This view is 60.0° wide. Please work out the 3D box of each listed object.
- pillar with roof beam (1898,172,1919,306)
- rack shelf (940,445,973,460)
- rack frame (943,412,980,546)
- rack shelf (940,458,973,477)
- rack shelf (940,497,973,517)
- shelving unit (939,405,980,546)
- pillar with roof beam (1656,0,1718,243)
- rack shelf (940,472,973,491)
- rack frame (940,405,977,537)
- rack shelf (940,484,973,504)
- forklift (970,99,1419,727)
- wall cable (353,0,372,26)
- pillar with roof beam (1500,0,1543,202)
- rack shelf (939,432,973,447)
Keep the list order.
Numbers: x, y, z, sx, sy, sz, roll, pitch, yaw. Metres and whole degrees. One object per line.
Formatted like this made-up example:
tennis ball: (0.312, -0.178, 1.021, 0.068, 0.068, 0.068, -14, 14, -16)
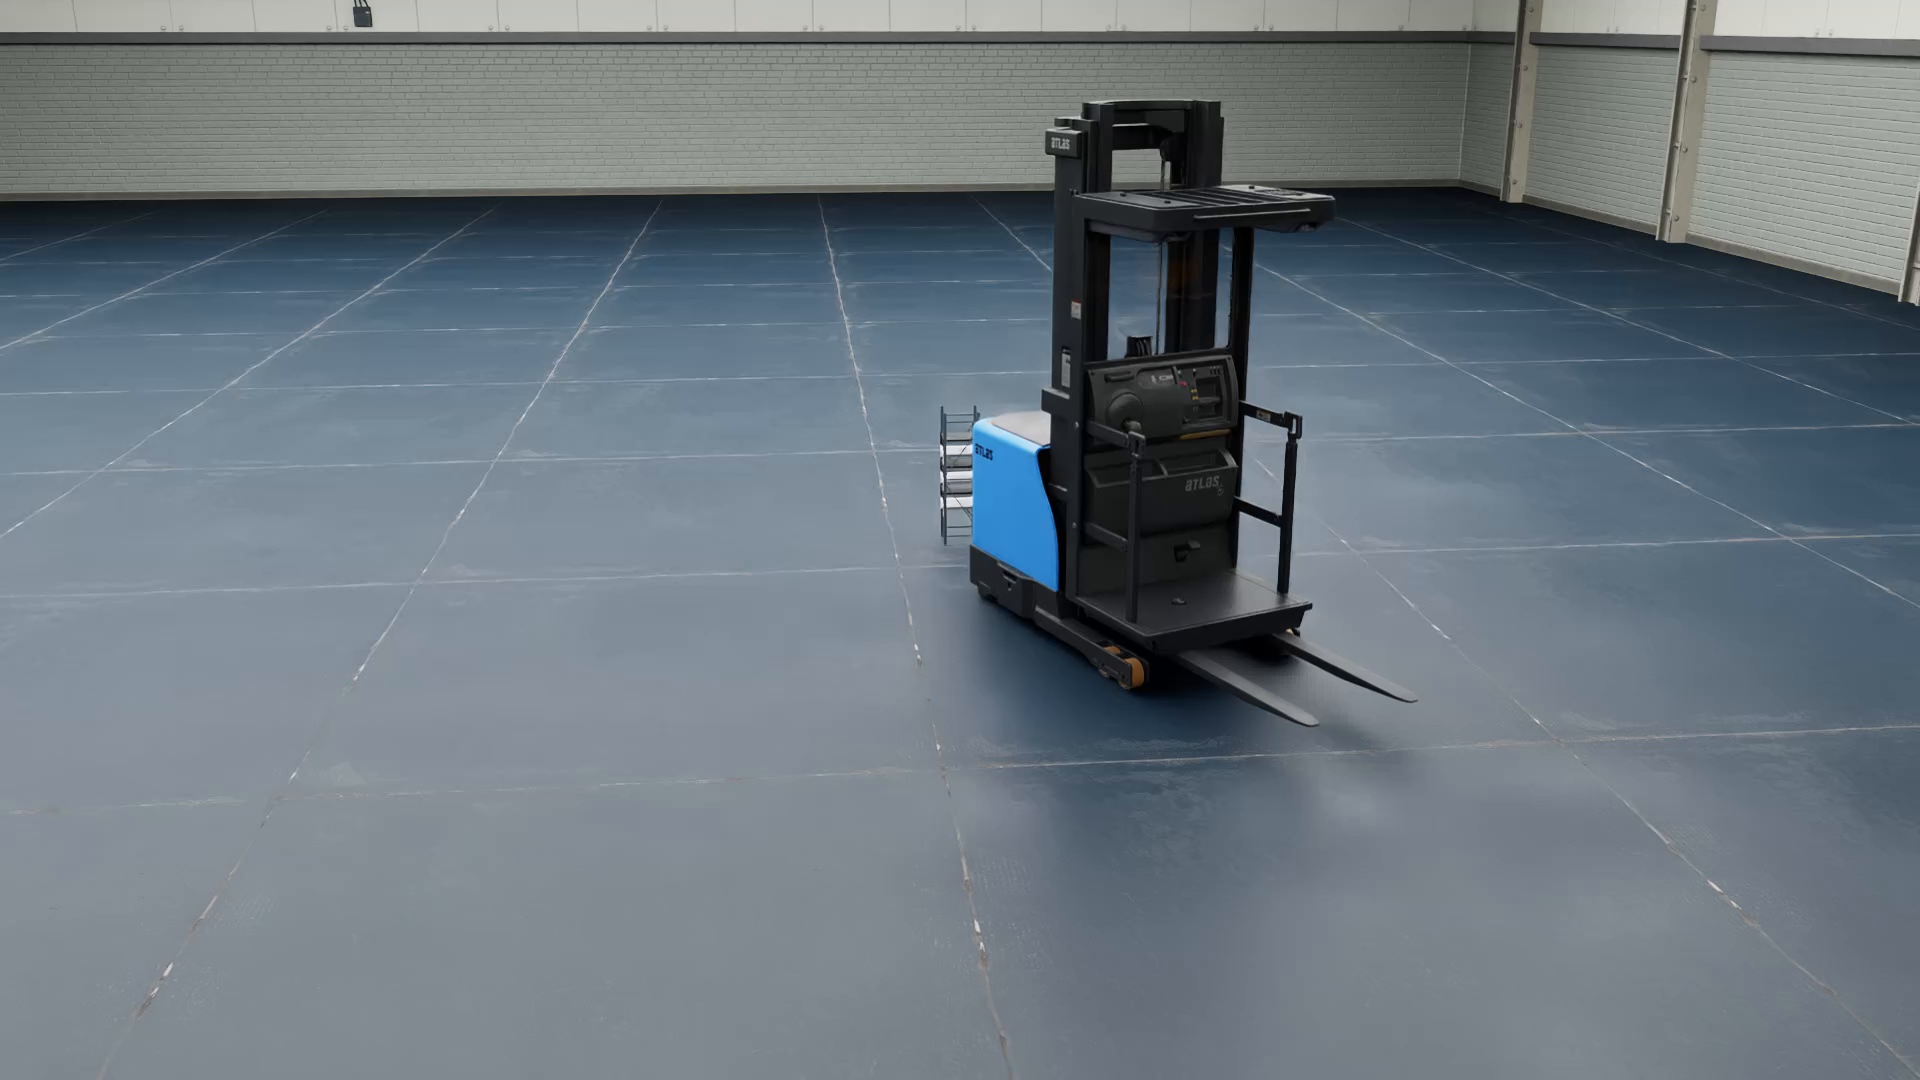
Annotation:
pillar with roof beam: (7.517, -7.071, 18.677, 9.100, 9.000, 0.400, -2, 18, -6)
rack shelf: (0.001, -0.567, 10.991, 0.258, 0.077, 0.200, -2, 18, -6)
rack frame: (0.011, -0.397, 10.938, 0.240, 0.900, 0.006, -2, 18, -6)
rack shelf: (0.001, -0.481, 11.018, 0.258, 0.077, 0.200, -2, 18, -6)
rack shelf: (0.001, -0.223, 11.098, 0.258, 0.077, 0.200, -2, 18, -6)
shelving unit: (0.001, -0.427, 11.035, 0.258, 0.900, 0.210, -2, 18, -6)
pillar with roof beam: (6.898, -8.859, 24.371, 9.100, 9.000, 0.400, -2, 18, -6)
rack shelf: (0.001, -0.395, 11.045, 0.258, 0.077, 0.200, -2, 18, -6)
rack frame: (-0.010, -0.457, 11.131, 0.240, 0.900, 0.006, -2, 18, -6)
rack shelf: (0.001, -0.309, 11.072, 0.258, 0.077, 0.200, -2, 18, -6)
forklift: (1.198, -0.771, 8.739, 1.130, 2.935, 3.031, -9, 20, -27)
wall cable: (-10.315, -12.636, 30.725, 2.305, 6.003, 0.169, -2, 18, -6)
pillar with roof beam: (6.279, -10.646, 30.065, 9.100, 9.000, 0.400, -2, 18, -6)
rack shelf: (0.001, -0.653, 10.964, 0.258, 0.077, 0.200, -2, 18, -6)
